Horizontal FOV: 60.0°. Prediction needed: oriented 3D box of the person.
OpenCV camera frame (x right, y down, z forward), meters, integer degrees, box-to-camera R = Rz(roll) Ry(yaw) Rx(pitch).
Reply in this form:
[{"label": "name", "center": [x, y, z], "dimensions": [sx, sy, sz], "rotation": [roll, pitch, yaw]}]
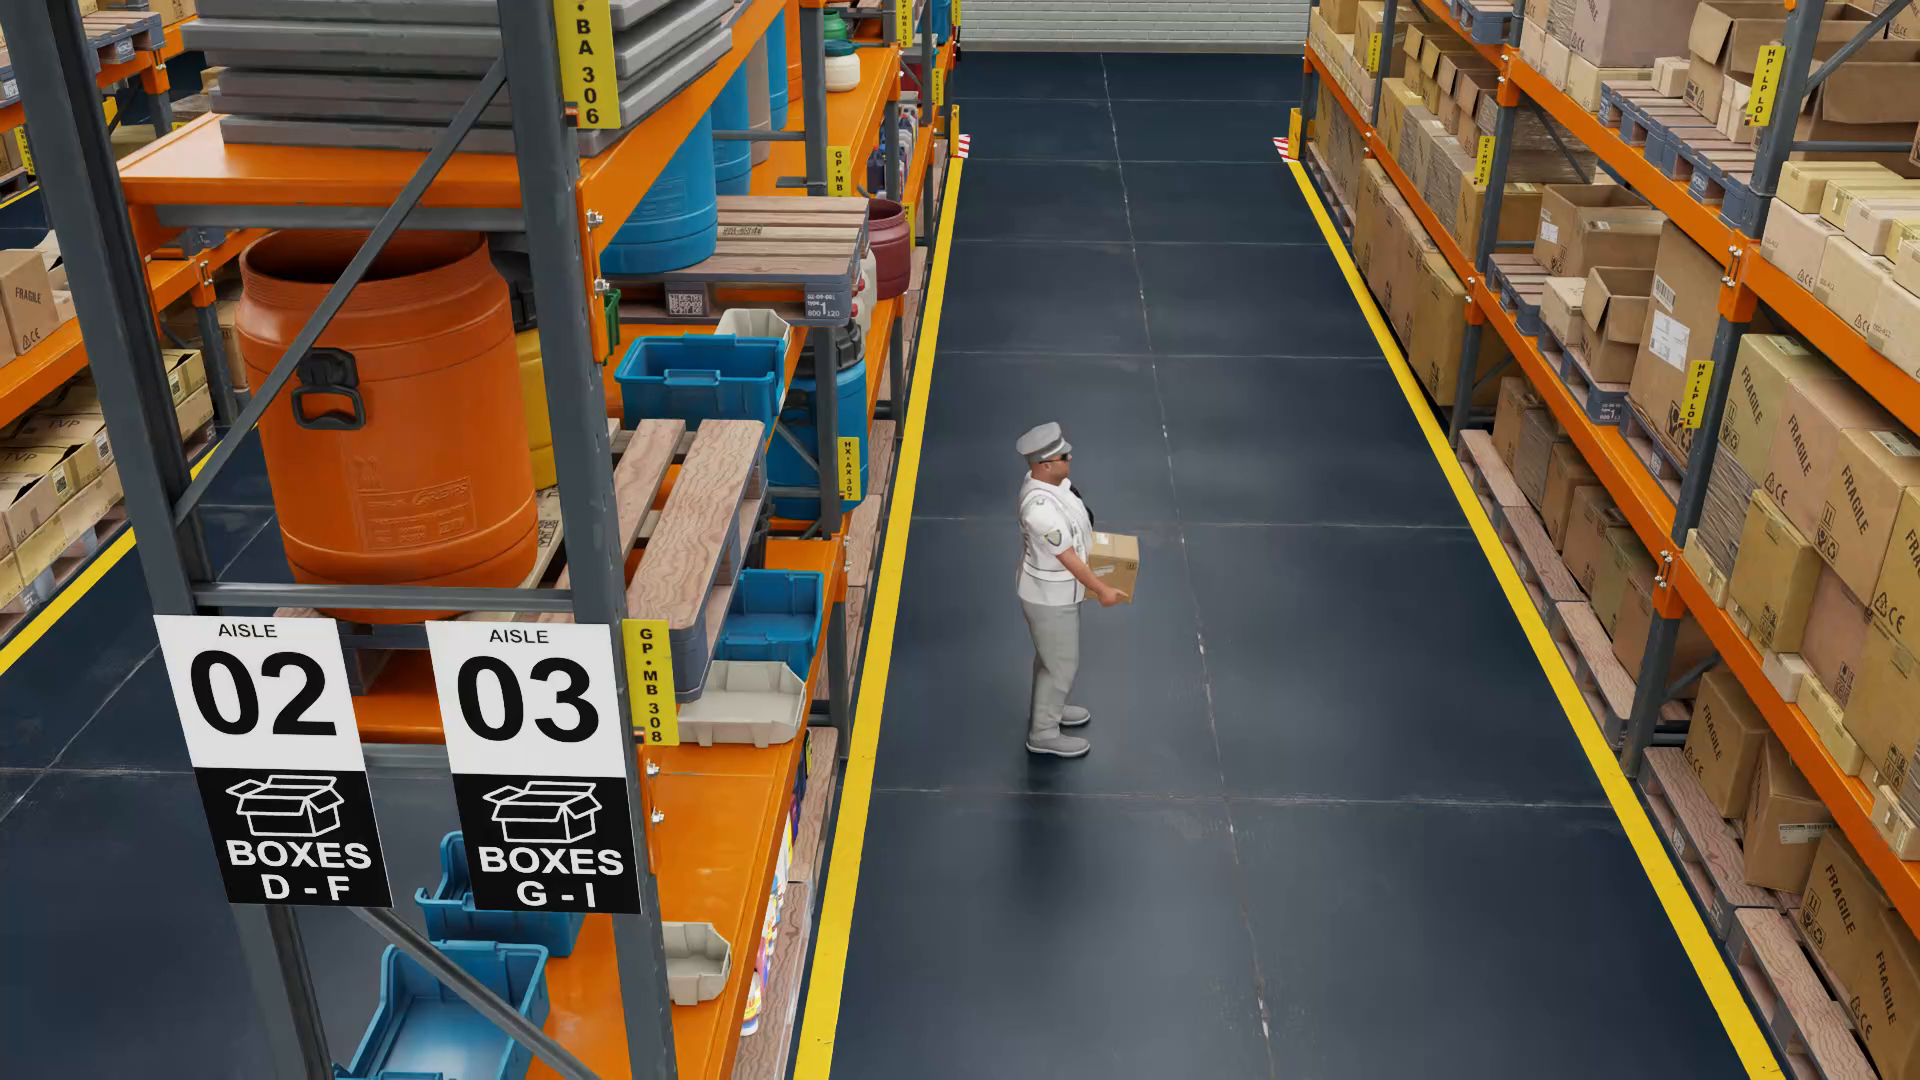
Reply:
[{"label": "person", "center": [0.476, 0.241, 8.388], "dimensions": [0.439, 1.750, 0.606], "rotation": [-1, 28, -1]}]
